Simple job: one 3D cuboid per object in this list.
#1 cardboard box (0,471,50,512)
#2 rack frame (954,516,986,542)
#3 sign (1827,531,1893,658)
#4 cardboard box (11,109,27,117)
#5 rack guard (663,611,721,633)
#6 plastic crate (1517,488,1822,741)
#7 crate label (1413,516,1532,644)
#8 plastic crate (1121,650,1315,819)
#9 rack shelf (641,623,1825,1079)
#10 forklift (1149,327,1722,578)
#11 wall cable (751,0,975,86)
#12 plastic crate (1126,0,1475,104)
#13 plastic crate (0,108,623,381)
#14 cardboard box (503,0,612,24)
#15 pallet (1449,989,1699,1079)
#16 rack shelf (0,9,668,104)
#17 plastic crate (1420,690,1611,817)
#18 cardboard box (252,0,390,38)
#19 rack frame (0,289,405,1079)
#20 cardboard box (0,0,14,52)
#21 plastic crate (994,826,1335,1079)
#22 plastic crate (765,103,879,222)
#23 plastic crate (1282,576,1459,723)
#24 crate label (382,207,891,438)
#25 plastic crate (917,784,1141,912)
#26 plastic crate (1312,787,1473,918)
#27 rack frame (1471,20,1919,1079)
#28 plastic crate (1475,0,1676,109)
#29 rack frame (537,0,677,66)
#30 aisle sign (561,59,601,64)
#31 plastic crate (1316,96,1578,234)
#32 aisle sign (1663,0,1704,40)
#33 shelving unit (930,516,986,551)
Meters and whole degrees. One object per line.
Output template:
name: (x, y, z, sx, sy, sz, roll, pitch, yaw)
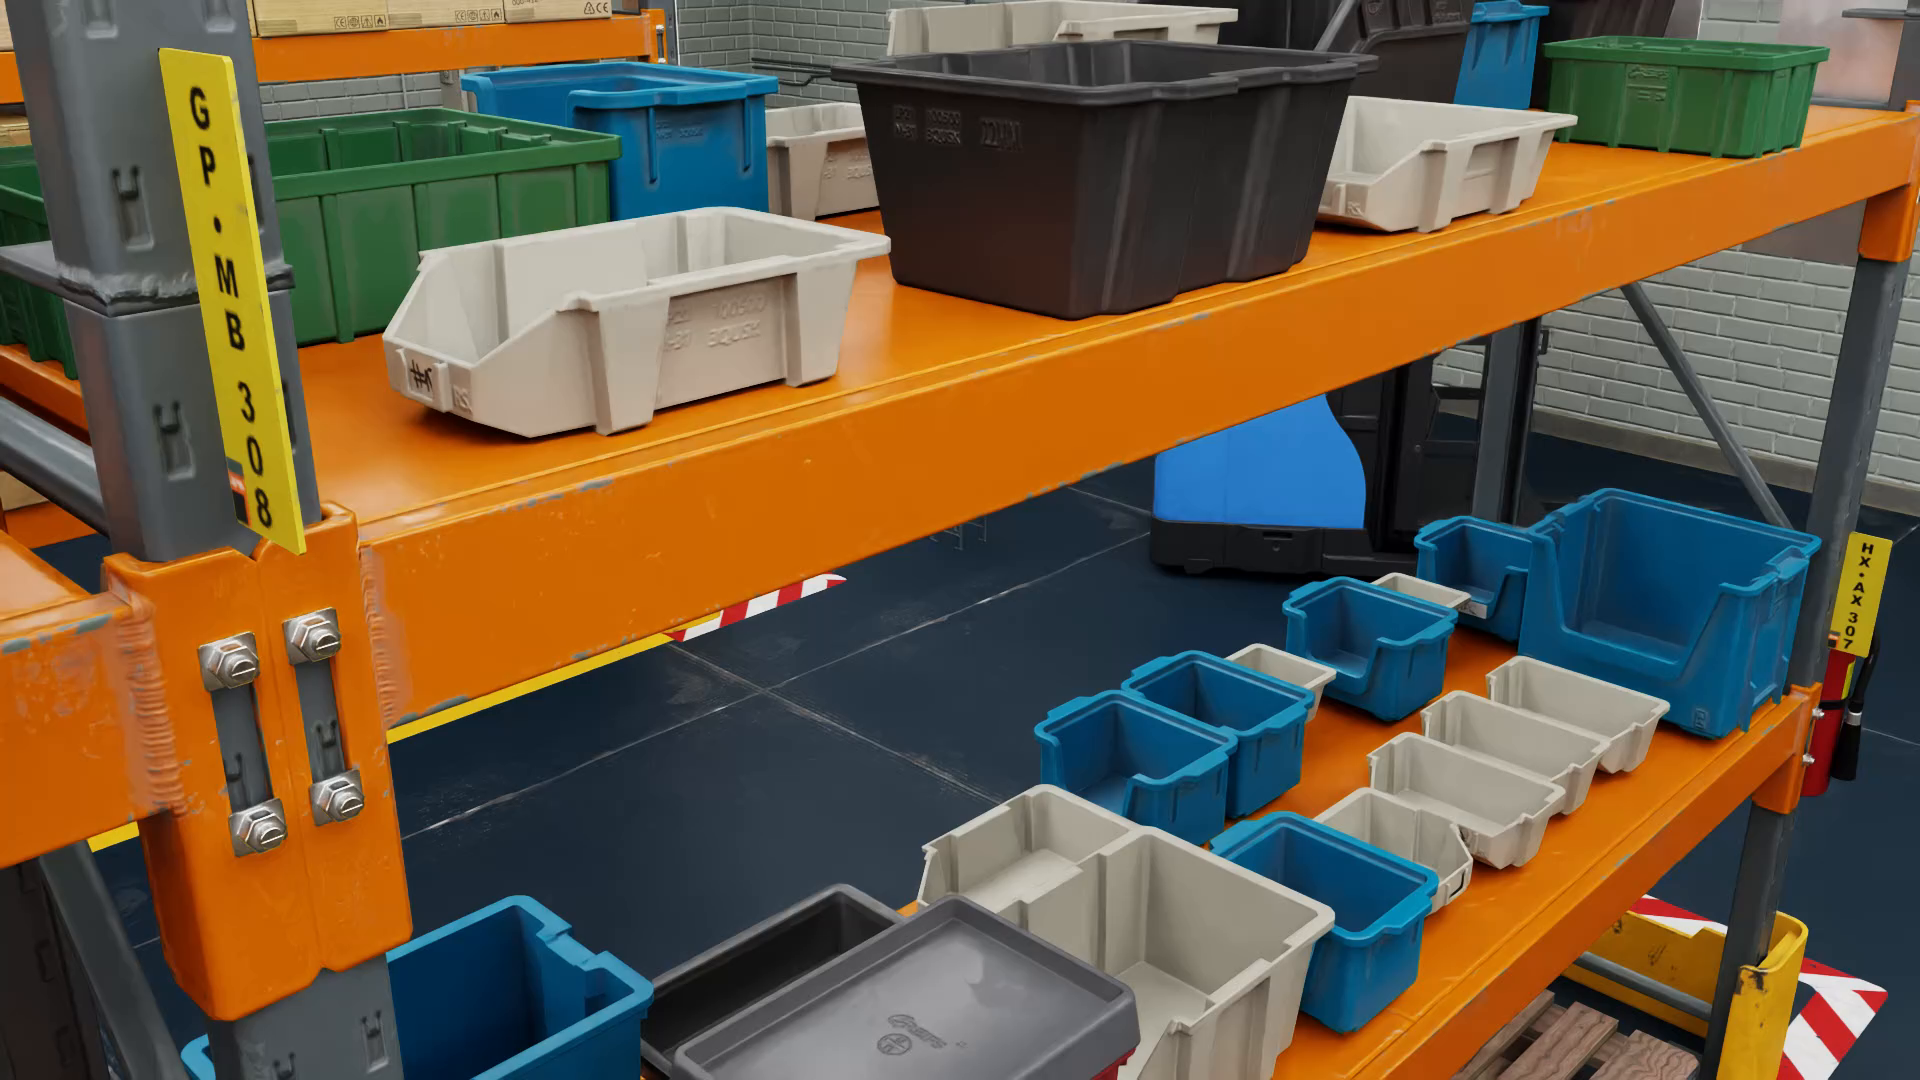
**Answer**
cardboard box: (-3.513, -0.370, 5.716, 0.500, 0.500, 0.500, -20, 28, -41)
rack frame: (0.054, -0.580, 8.911, 0.240, 1.200, 0.006, 19, 28, 41)
sign: (2.323, 0.142, 4.297, 0.100, 0.325, 0.005, 19, 28, 41)
cardboard box: (-5.529, -2.401, 10.723, 0.700, 0.700, 0.980, -19, 28, -40)
rack guard: (-1.682, 0.030, 8.299, 1.175, 0.500, 0.348, 19, 28, 41)
plastic crate: (1.818, 0.173, 4.311, 0.616, 0.435, 0.499, 19, 28, 41)
crate label: (1.510, 0.116, 4.742, 0.416, 0.233, 0.303, 19, 28, 41)
plastic crate: (0.591, 0.454, 3.862, 0.416, 0.233, 0.300, 19, 28, 41)
rack shelf: (0.523, 0.934, 3.465, 1.077, 0.370, 4.000, 19, 28, 41)
forklift: (2.538, -1.295, 8.359, 3.031, 2.935, 1.130, 3, 21, 7)
wall cable: (-0.979, -5.110, 14.155, 3.097, 2.526, 0.112, 19, 28, 41)
plastic crate: (0.655, -0.963, 3.304, 0.504, 0.338, 0.767, 19, 28, 41)
plastic crate: (-0.794, -0.373, 1.978, 0.450, 0.188, 0.662, 19, 28, 41)
cardboard box: (-1.798, -2.288, 6.875, 0.500, 0.250, 0.500, 19, 28, 41)
pallet: (1.315, 1.588, 4.648, 1.003, 0.211, 1.213, 19, 28, 41)
rack shelf: (-3.024, -1.706, 6.155, 1.077, 0.370, 4.000, 19, 28, 41)
plastic crate: (1.266, 0.505, 3.862, 0.396, 0.136, 0.243, 19, 28, 41)
cardboard box: (-2.494, -2.031, 6.205, 0.500, 0.250, 0.500, 19, 28, 41)
rack frame: (-0.873, 1.113, 1.998, 1.000, 3.000, 0.127, 19, 28, 41)
cardboard box: (-3.201, -1.777, 5.544, 0.500, 0.250, 0.500, 19, 28, 41)
plastic crate: (0.325, 0.794, 2.910, 0.437, 0.282, 0.530, 19, 28, 41)
plastic crate: (-0.258, -0.586, 2.606, 0.293, 0.136, 0.466, 19, 28, 41)
plastic crate: (1.051, 0.285, 4.302, 0.416, 0.233, 0.300, 19, 28, 41)
crate label: (-0.324, -0.218, 1.647, 0.293, 0.136, 0.466, 19, 28, 41)
plastic crate: (0.127, 0.685, 3.395, 0.293, 0.136, 0.466, 19, 28, 41)
plastic crate: (0.896, 0.664, 3.450, 0.298, 0.136, 0.250, 19, 28, 41)
rack frame: (1.918, 0.085, 4.674, 1.000, 3.000, 0.127, 19, 28, 41)
plastic crate: (1.450, -1.225, 4.083, 0.497, 0.269, 0.590, 19, 28, 41)
rack frame: (-1.629, -1.156, 7.902, 1.000, 3.000, 0.127, 19, 28, 41)
aisle sign: (-1.791, -2.461, 7.672, 0.394, 0.787, 0.004, 19, 28, 41)
plastic crate: (0.654, -0.599, 2.639, 0.437, 0.136, 0.530, 19, 28, 41)
aisle sign: (1.755, -1.222, 4.449, 0.394, 0.787, 0.004, 19, 28, 41)
shelving unit: (-0.010, -0.556, 8.850, 0.258, 1.200, 0.189, 19, 28, 41)
